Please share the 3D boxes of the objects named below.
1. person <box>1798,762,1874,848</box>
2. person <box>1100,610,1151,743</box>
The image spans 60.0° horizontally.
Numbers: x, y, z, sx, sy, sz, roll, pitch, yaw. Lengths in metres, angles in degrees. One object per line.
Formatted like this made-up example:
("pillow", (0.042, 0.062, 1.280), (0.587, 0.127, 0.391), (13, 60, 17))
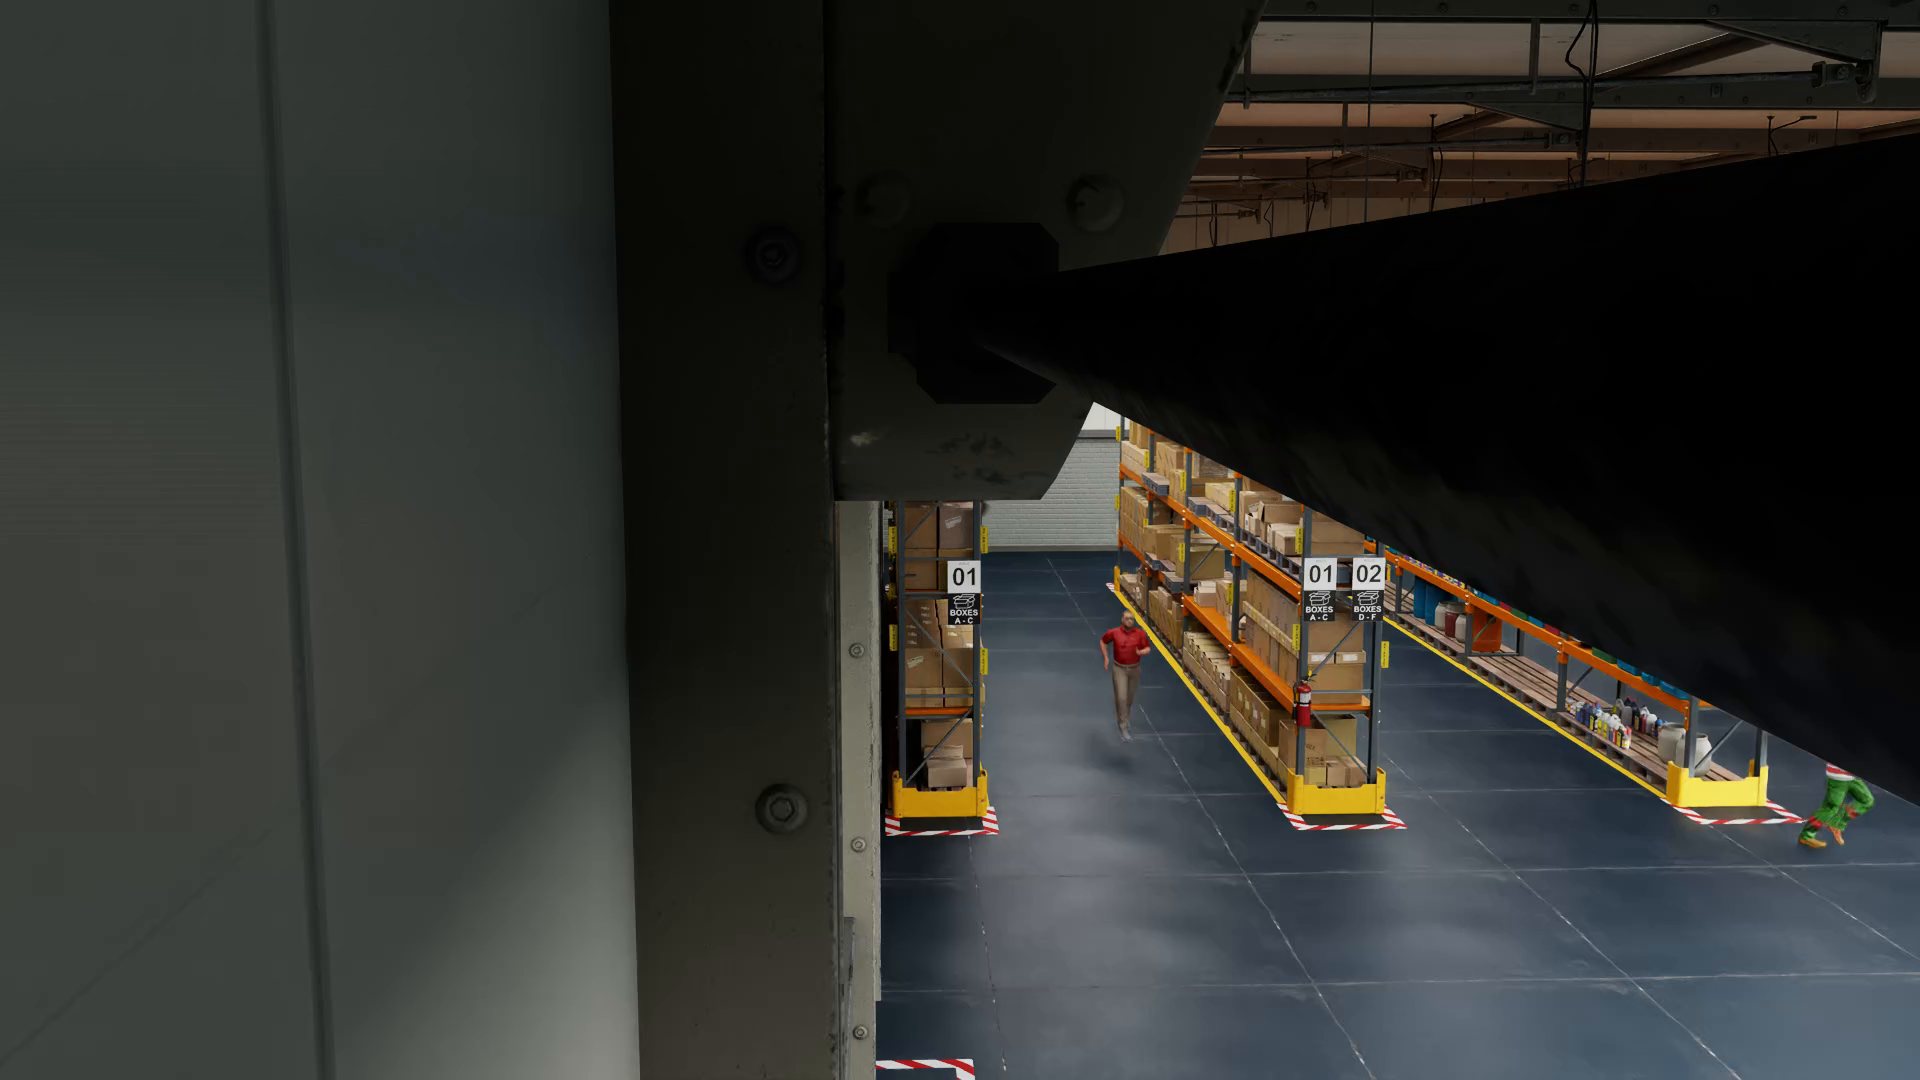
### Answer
("person", (10.177, 2.703, 19.132), (0.836, 1.734, 0.679), (5, 10, 33))
("person", (2.333, 1.858, 23.199), (0.653, 1.759, 0.853), (-2, 8, -12))
